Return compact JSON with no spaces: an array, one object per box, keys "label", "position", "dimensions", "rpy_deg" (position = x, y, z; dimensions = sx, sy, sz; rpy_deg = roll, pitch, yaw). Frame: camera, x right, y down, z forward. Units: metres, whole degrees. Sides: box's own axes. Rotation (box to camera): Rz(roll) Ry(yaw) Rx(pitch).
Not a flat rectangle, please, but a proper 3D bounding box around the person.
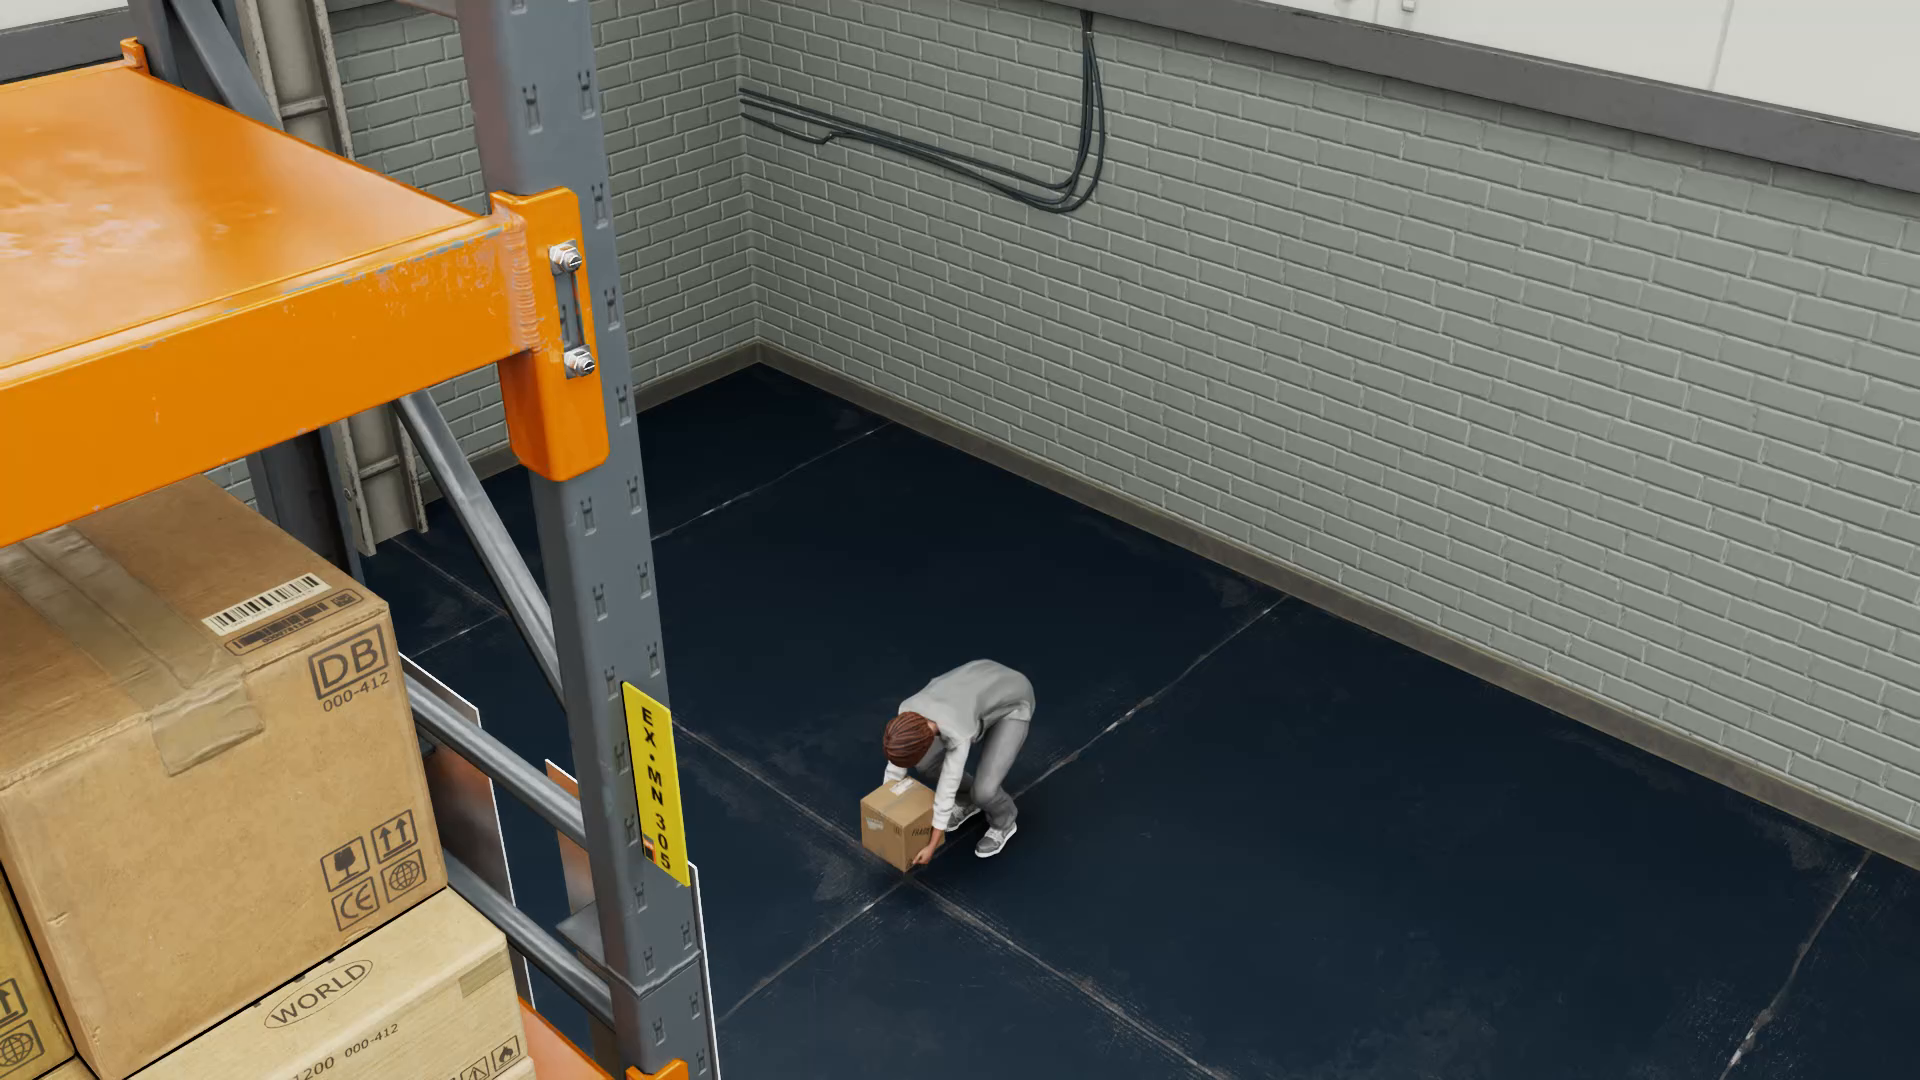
[{"label":"person","position":[-0.016,0.966,7.072],"dimensions":[0.431,0.920,0.861],"rpy_deg":[23,39,33]}]
